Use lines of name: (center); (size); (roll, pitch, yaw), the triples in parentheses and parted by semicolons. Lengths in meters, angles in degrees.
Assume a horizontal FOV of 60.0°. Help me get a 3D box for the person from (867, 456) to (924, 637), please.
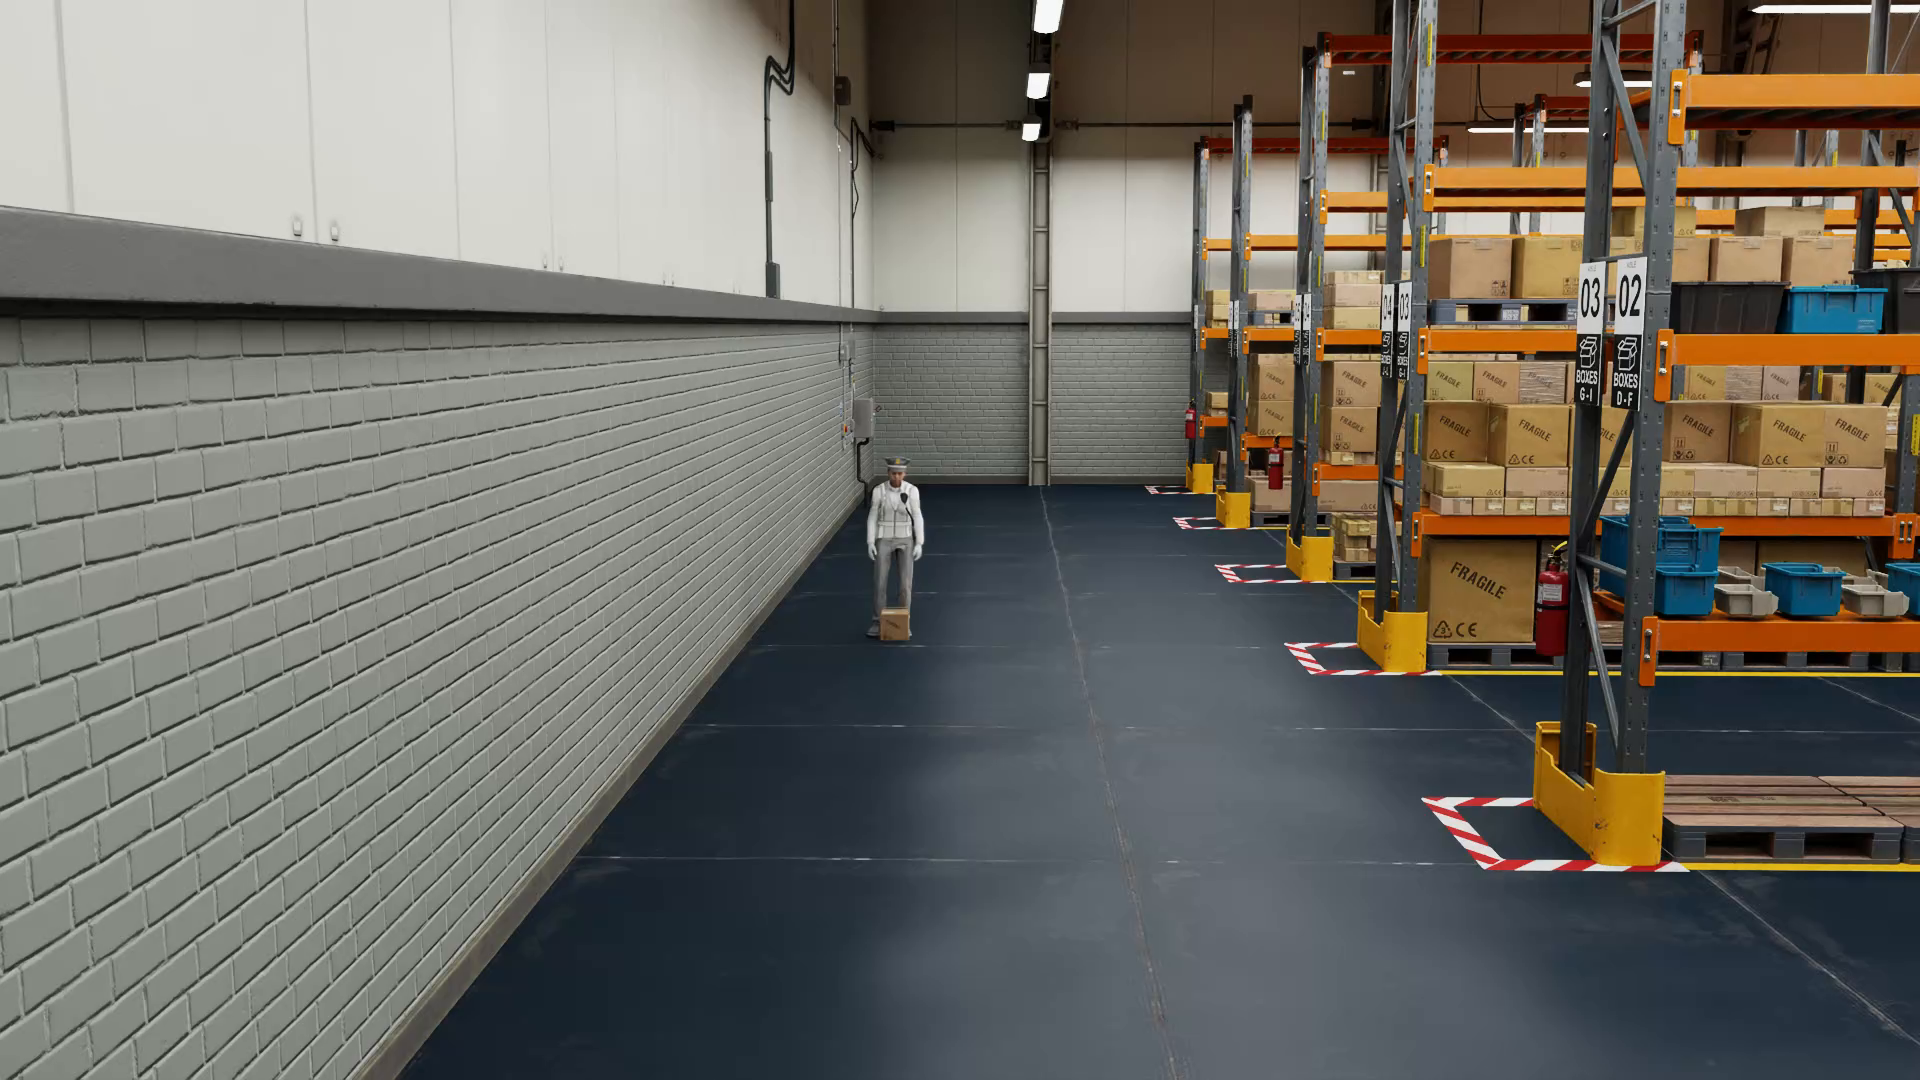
person: (-0.598, 0.053, 15.358); (0.527, 1.662, 0.414); (0, 7, -1)
